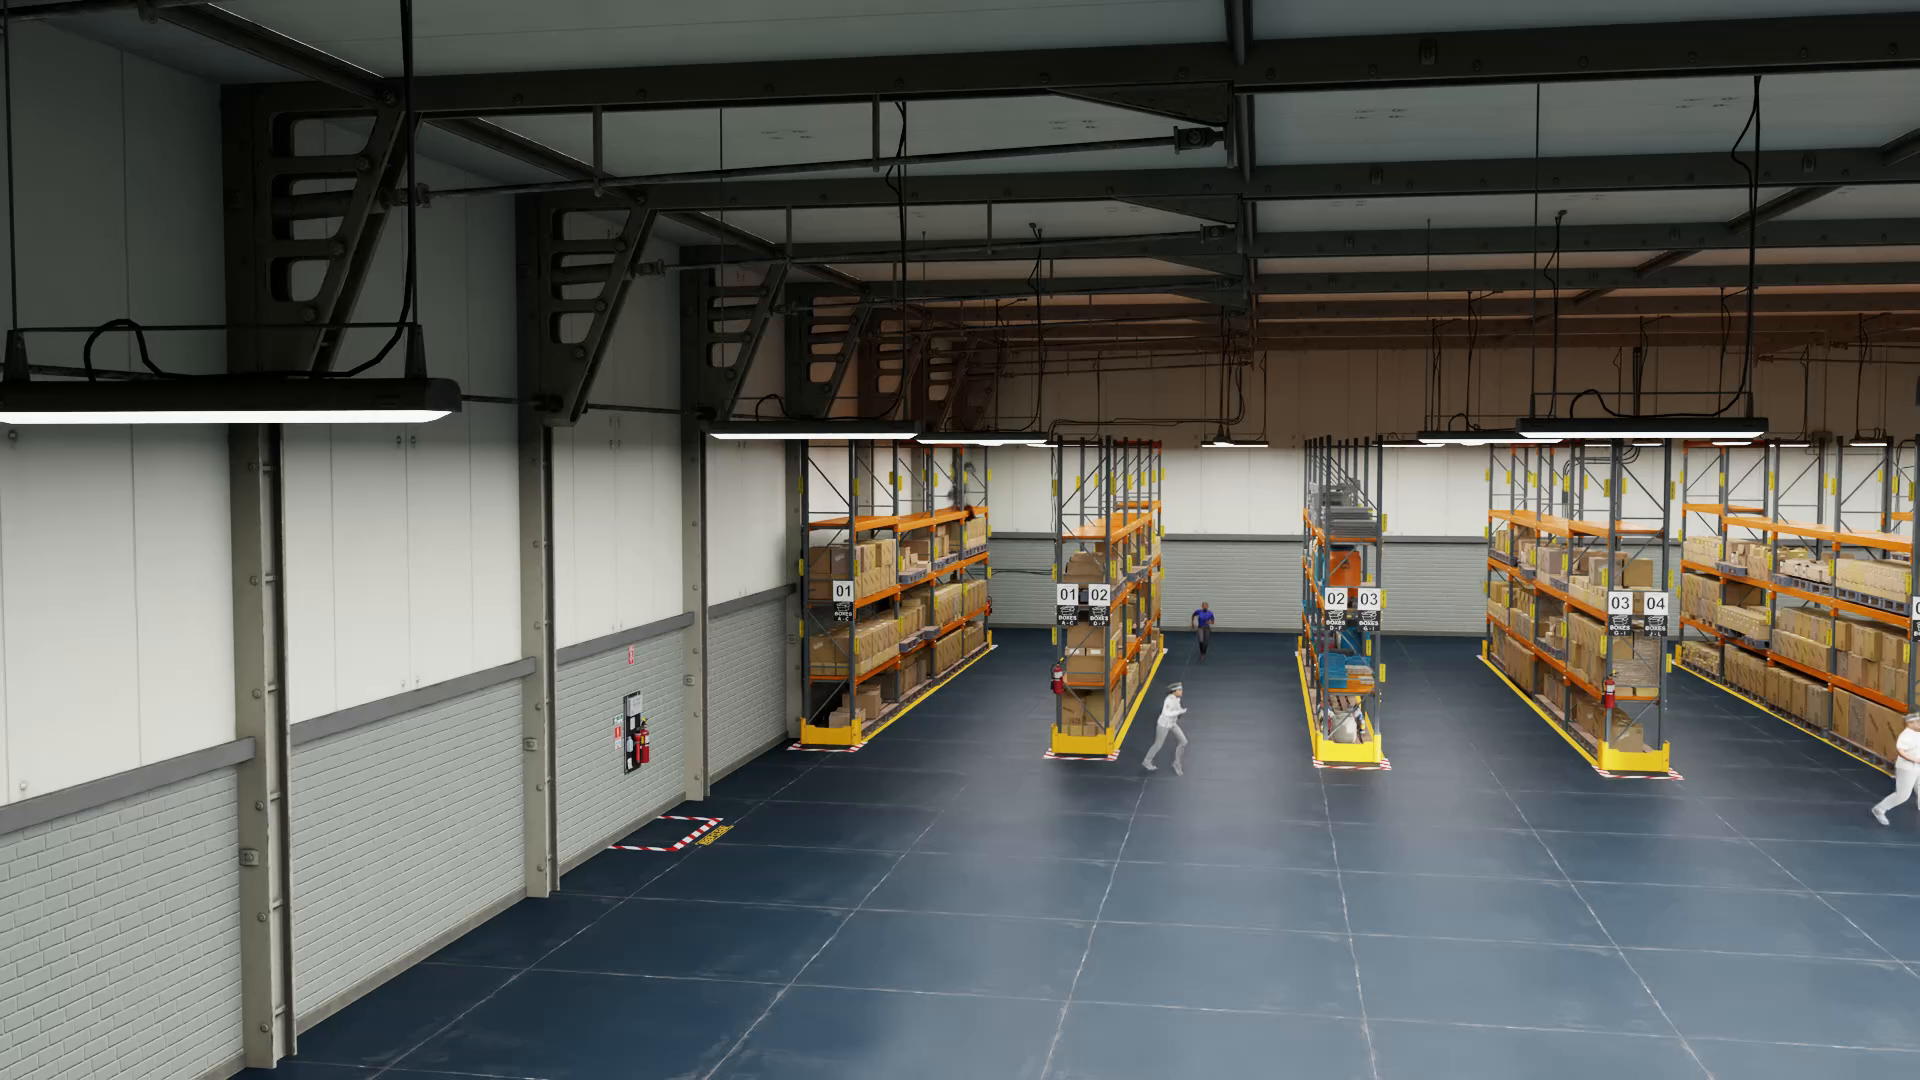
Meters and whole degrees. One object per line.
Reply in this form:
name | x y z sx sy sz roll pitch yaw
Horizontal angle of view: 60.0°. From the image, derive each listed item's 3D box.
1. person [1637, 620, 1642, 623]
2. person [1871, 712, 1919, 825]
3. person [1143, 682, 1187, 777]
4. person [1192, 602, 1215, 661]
person | 17.967 2.547 44.498 0.582 1.578 0.701 2 4 38
person | 14.331 3.474 25.042 0.703 1.784 0.994 -2 4 -38
person | 3.624 3.312 29.288 0.900 1.677 0.604 3 4 39
person | 6.578 2.464 44.985 0.606 1.616 0.783 0 3 7
